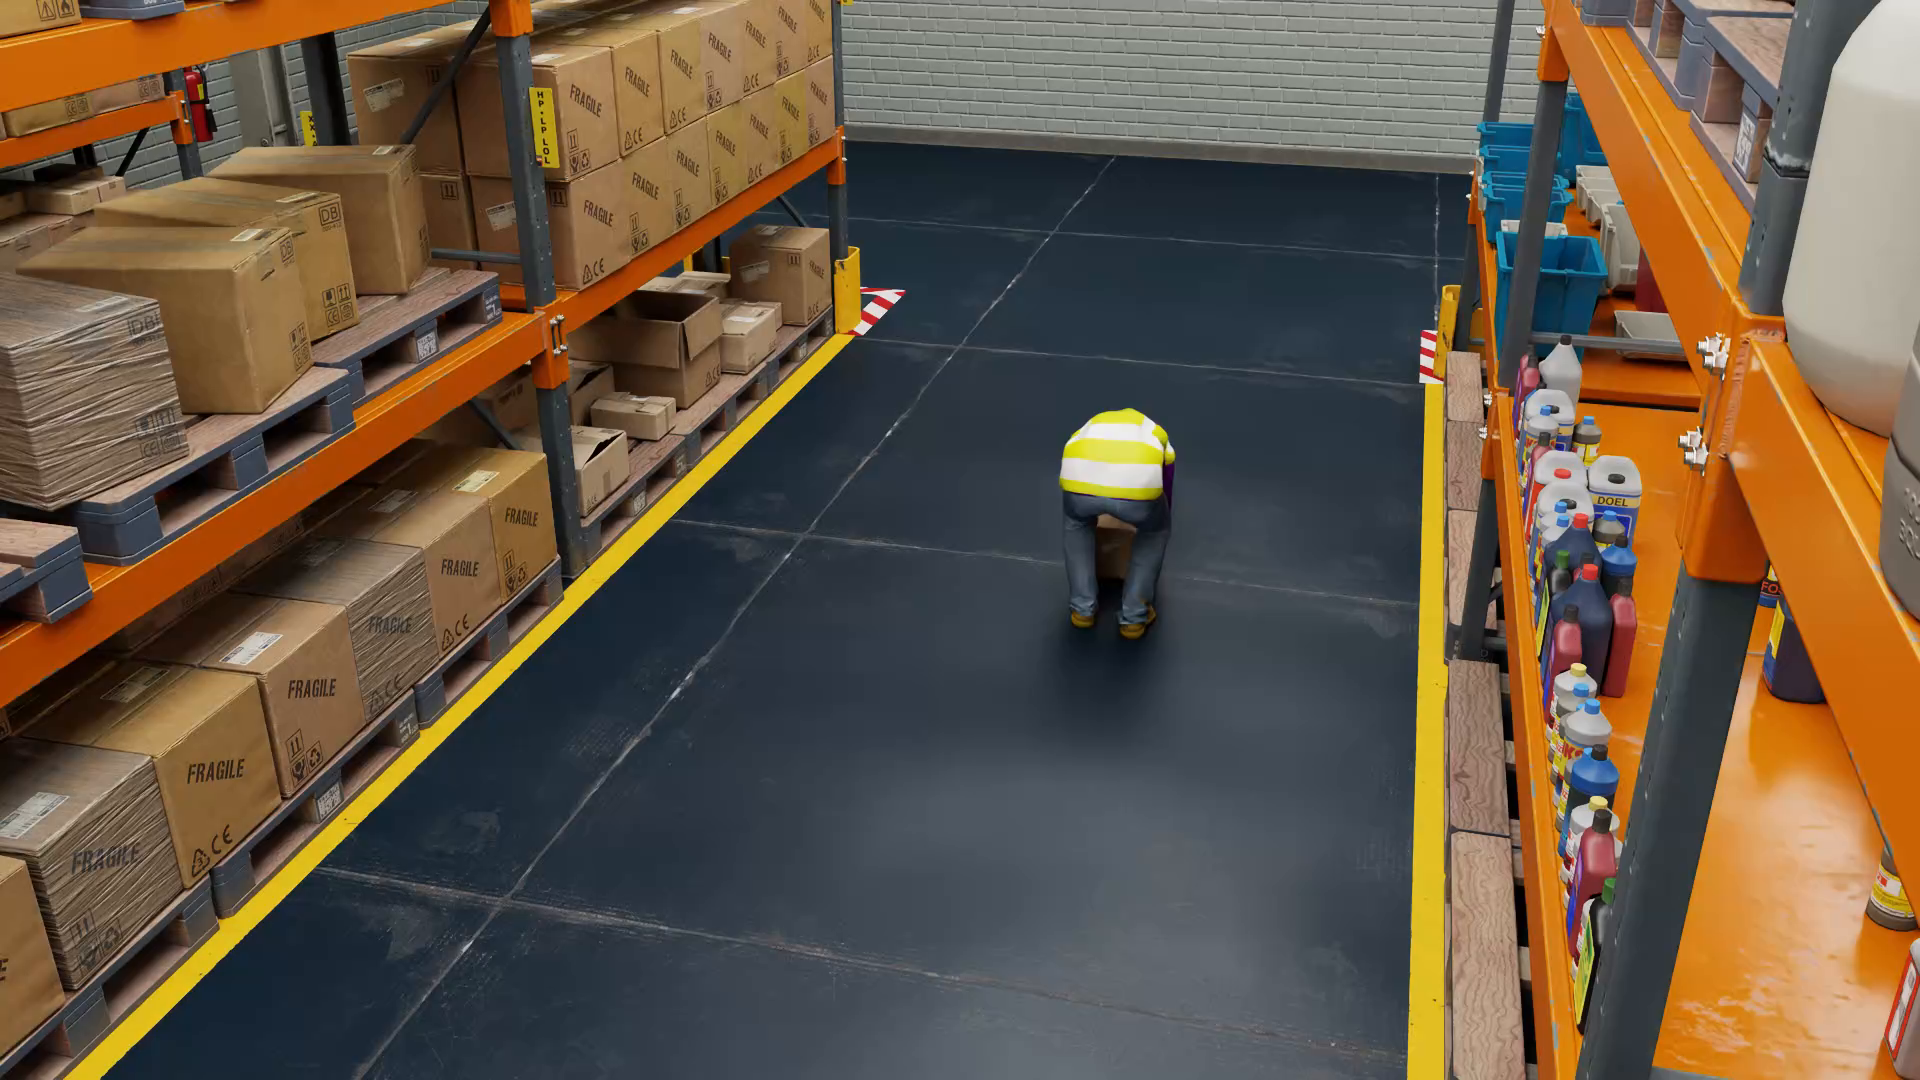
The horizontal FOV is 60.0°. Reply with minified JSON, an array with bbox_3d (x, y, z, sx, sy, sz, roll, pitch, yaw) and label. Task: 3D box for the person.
[{"bbox_3d":[12.500,-3.899,5.870,23.531,9.000,6.304,5,26,11],"label":"person"}]
